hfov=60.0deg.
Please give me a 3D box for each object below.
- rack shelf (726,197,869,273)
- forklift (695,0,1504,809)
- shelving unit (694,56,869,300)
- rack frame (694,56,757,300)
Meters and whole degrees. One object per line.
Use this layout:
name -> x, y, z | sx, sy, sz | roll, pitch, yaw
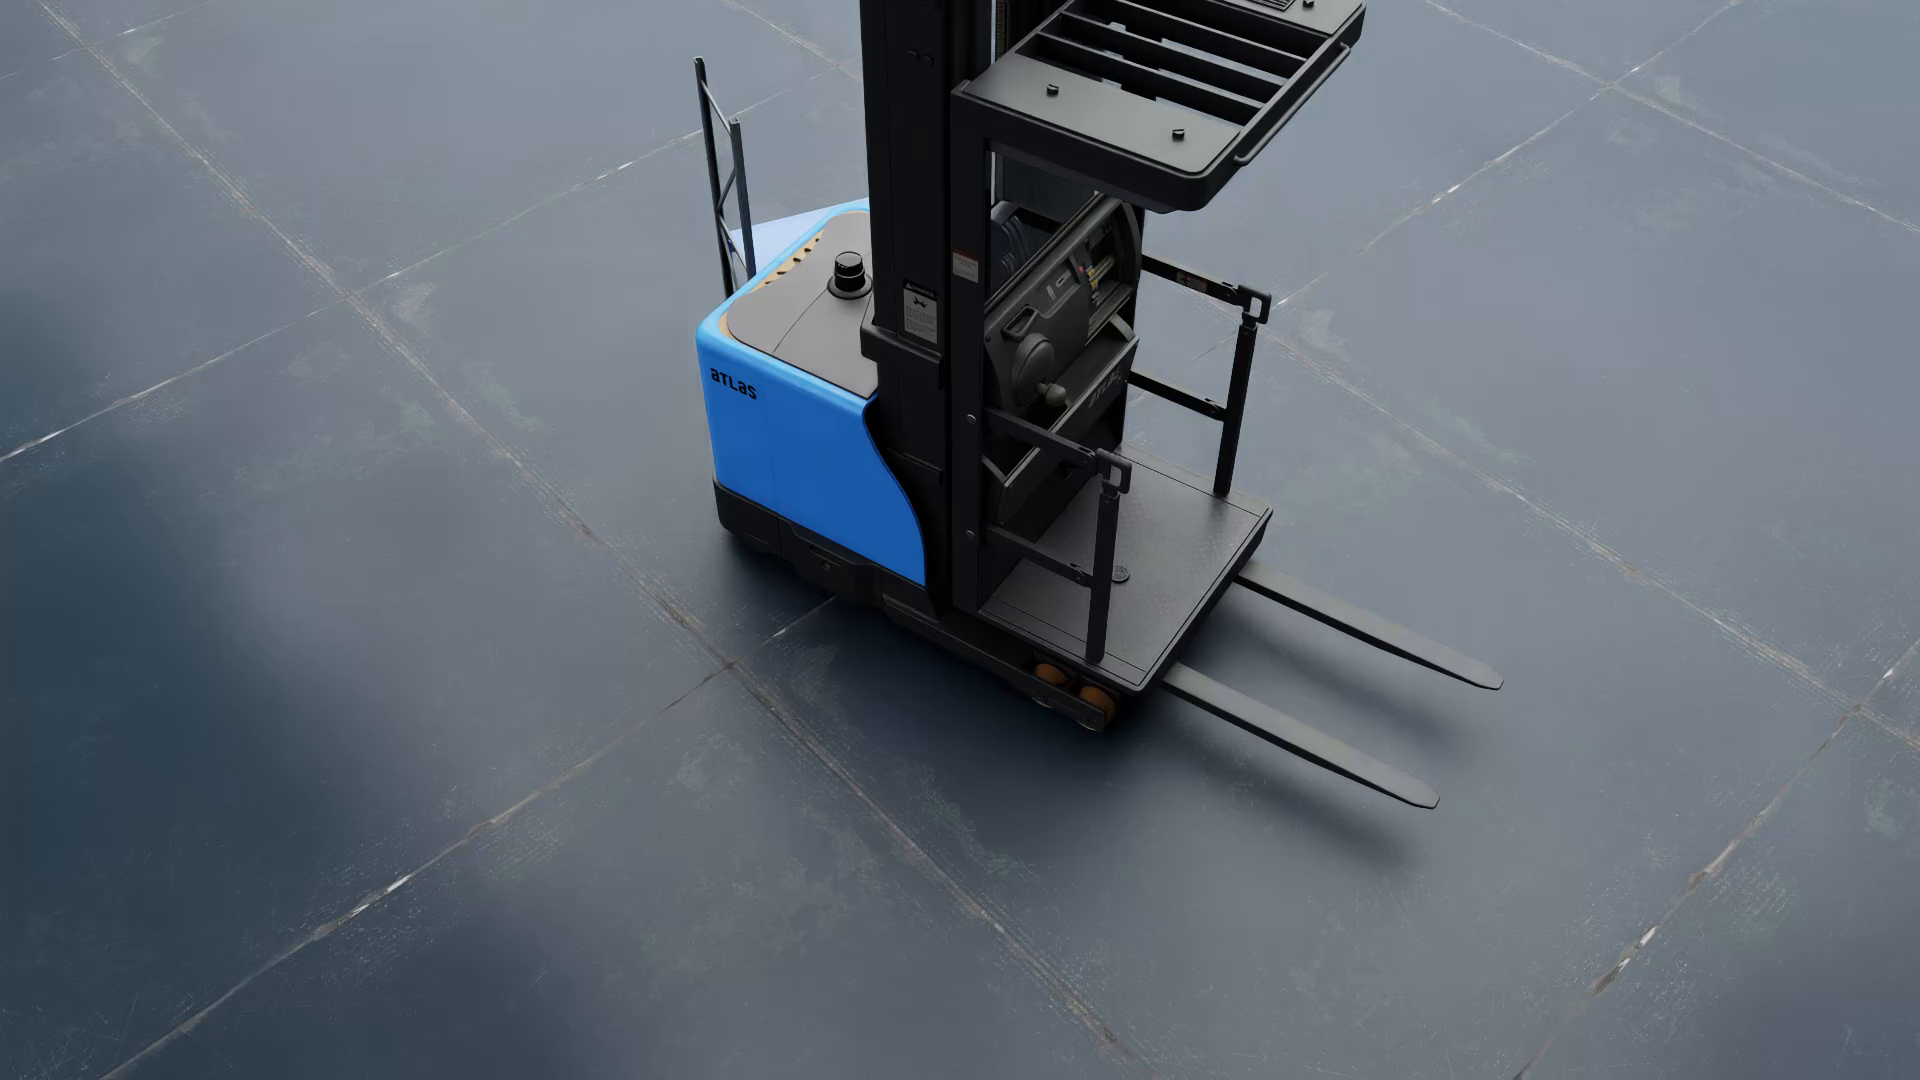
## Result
rack shelf -> -0.462, -1.235, 7.167 | 1.000, 0.185, 0.538 | -17, 50, -15
forklift -> 0.527, -0.741, 5.492 | 3.031, 2.935, 1.130 | 26, 52, 22
shelving unit -> -0.462, -1.357, 7.035 | 1.048, 1.500, 0.538 | -17, 50, -15
rack frame -> -0.931, -1.213, 6.902 | 0.032, 1.500, 0.500 | -17, 50, -15
